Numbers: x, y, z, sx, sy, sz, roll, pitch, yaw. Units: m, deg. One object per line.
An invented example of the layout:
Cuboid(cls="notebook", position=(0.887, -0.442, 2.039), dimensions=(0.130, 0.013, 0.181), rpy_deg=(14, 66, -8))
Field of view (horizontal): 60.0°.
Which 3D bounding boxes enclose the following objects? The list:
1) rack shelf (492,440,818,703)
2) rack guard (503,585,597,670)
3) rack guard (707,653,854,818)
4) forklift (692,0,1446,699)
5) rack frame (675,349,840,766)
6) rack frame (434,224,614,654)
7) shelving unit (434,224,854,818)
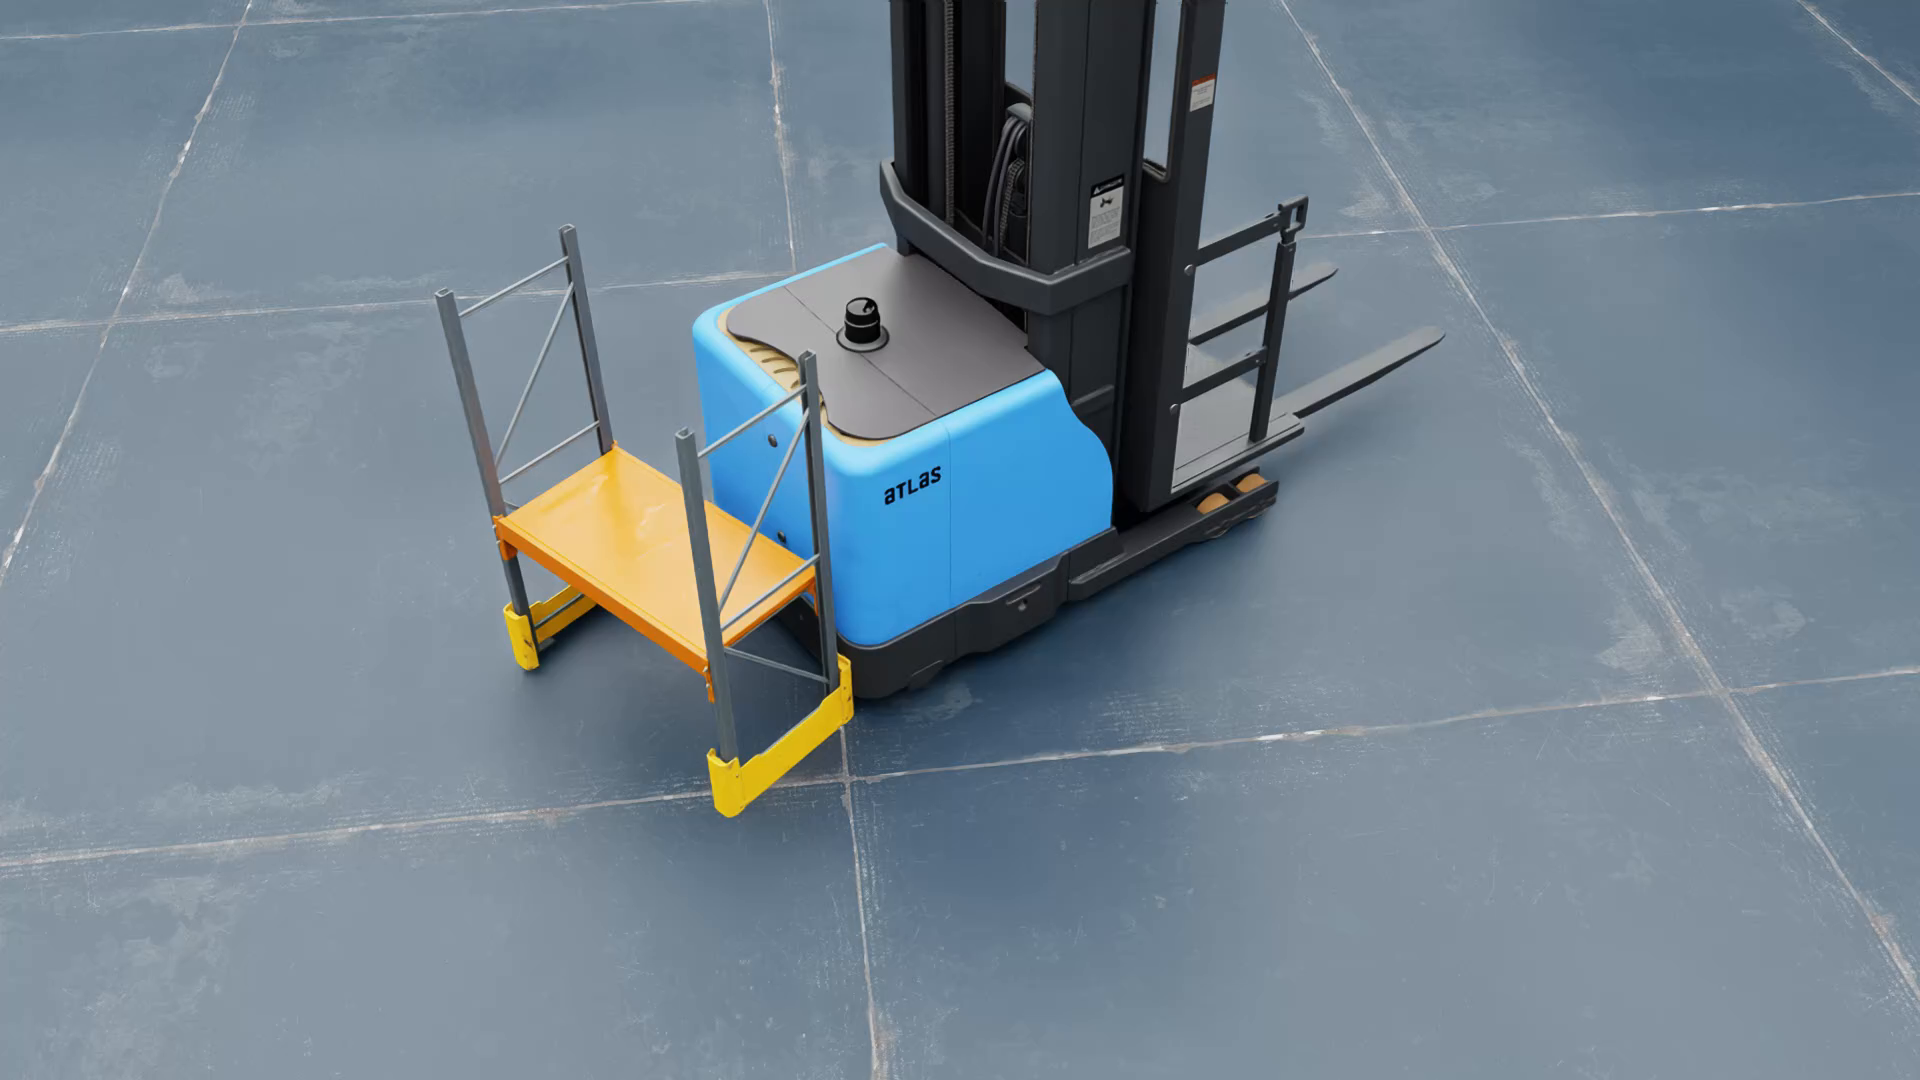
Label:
Cuboid(cls="rack shelf", position=(-0.957, 0.076, 5.314), dimensions=(1.000, 0.185, 0.538), rpy_deg=(29, 50, 29))
Cuboid(cls="rack guard", position=(-1.331, 0.195, 5.847), dimensions=(0.087, 0.250, 0.587), rpy_deg=(29, 50, 29))
Cuboid(cls="rack guard", position=(-0.569, 0.626, 5.370), dimensions=(0.087, 0.250, 0.587), rpy_deg=(29, 50, 29))
Cuboid(cls="forklift", position=(0.591, -1.357, 5.566), dimensions=(3.031, 2.935, 1.130), rpy_deg=(-26, 48, -26))
Cuboid(cls="rack frame", position=(-0.568, 0.162, 4.950), dimensions=(0.032, 1.500, 0.500), rpy_deg=(29, 50, 29))
Cuboid(cls="rack frame", position=(-1.345, -0.277, 5.437), dimensions=(0.032, 1.500, 0.500), rpy_deg=(29, 50, 29))
Cuboid(cls="shelving unit", position=(-0.950, -0.053, 5.190), dimensions=(1.083, 1.500, 0.587), rpy_deg=(29, 50, 29))
